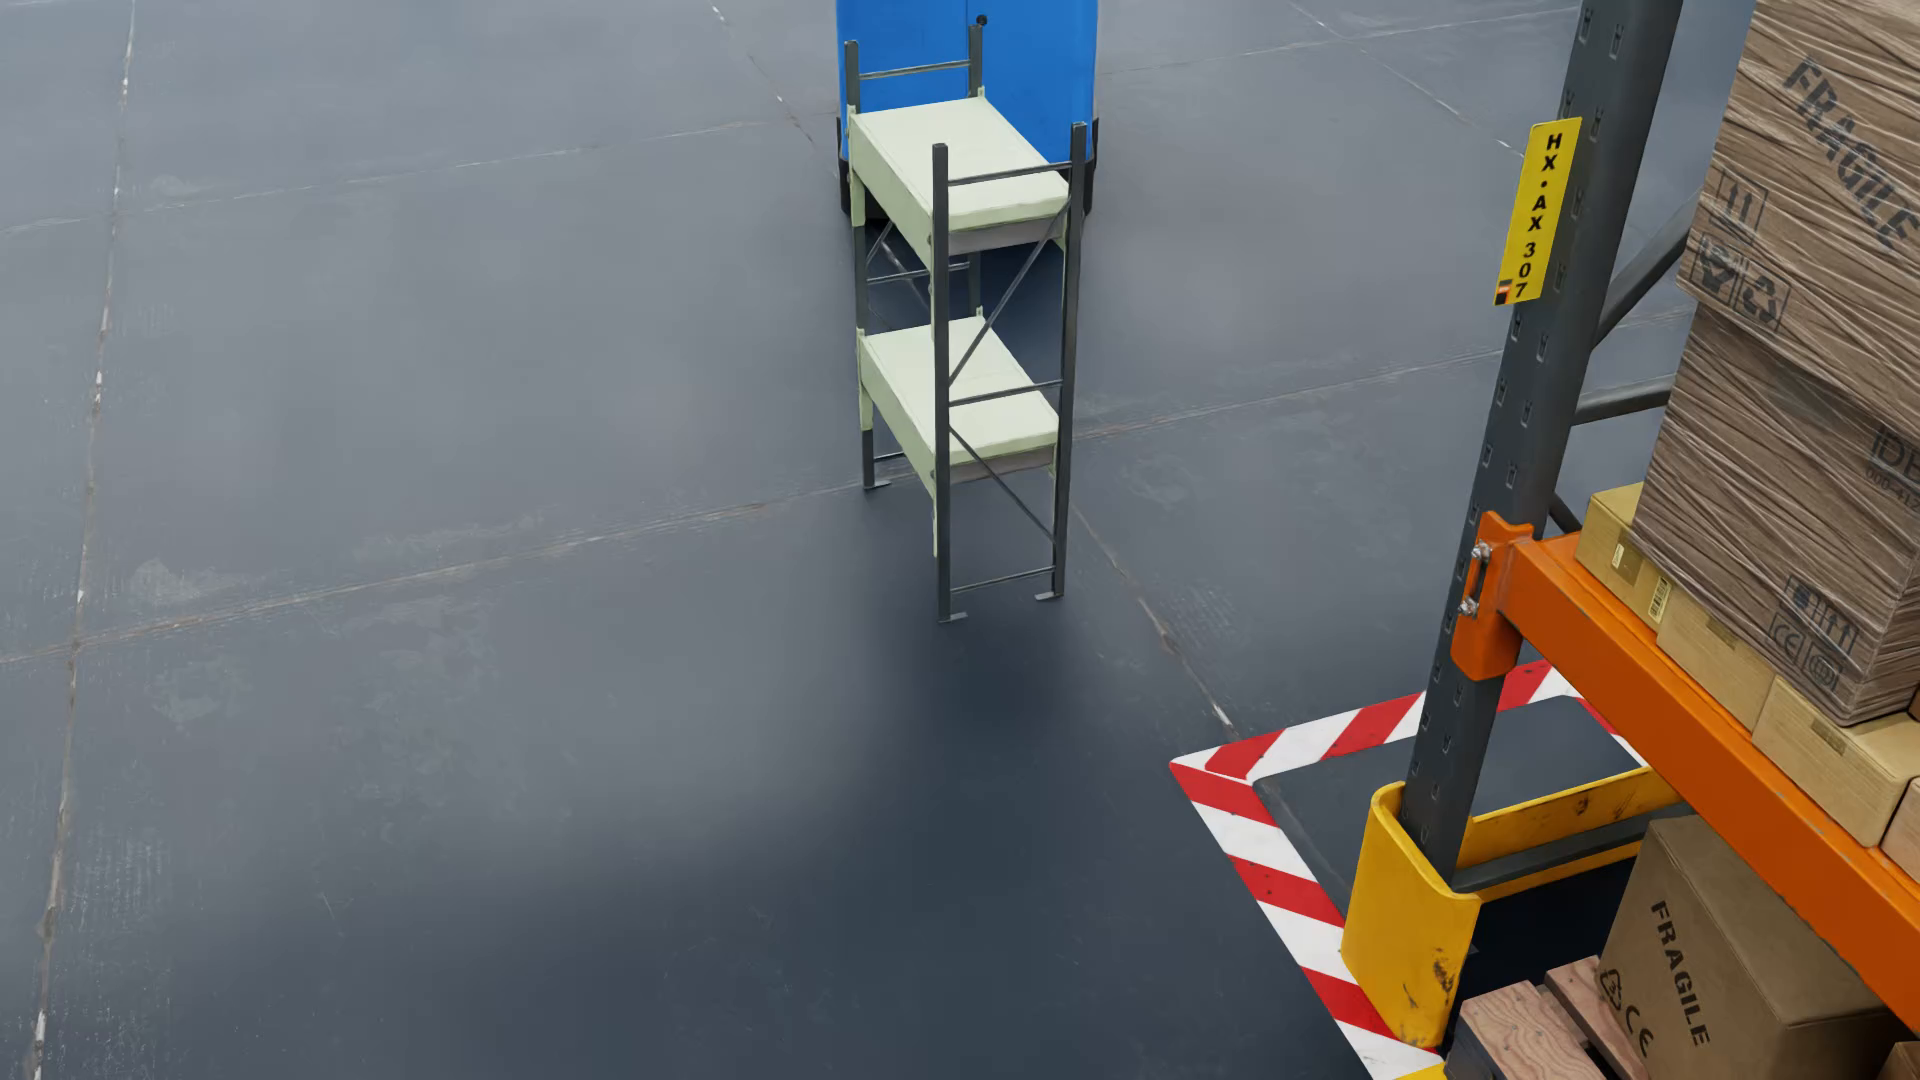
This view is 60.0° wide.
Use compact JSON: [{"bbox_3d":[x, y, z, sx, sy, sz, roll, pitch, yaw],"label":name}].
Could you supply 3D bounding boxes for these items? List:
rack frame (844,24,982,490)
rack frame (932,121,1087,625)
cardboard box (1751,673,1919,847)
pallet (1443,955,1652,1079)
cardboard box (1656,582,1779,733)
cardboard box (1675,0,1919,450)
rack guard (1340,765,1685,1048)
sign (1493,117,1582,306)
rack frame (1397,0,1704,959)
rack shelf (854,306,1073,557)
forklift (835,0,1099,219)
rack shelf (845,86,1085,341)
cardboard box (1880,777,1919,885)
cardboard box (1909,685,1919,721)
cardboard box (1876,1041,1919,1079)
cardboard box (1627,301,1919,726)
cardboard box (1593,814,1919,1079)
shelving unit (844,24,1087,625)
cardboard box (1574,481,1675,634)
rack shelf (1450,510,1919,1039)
[{"bbox_3d":[-0.128,-0.810,5.078,0.400,1.500,0.023,-12,39,-16],"label":"rack frame"},{"bbox_3d":[0.124,-0.396,4.529,0.400,1.500,0.023,-12,39,-16],"label":"rack frame"},{"bbox_3d":[1.481,0.294,2.575,0.380,0.149,0.250,-12,39,-16],"label":"cardboard box"},{"bbox_3d":[1.739,1.317,3.326,1.003,0.211,1.213,-12,39,-16],"label":"pallet"},{"bbox_3d":[1.409,0.150,2.767,0.380,0.149,0.250,-12,39,-16],"label":"cardboard box"},{"bbox_3d":[1.400,-0.497,2.255,0.500,0.500,0.500,-12,39,-16],"label":"cardboard box"},{"bbox_3d":[1.492,0.735,3.858,1.175,0.500,0.348,-12,39,-16],"label":"rack guard"},{"bbox_3d":[0.957,-0.539,2.754,0.100,0.325,0.005,-12,39,-16],"label":"sign"},{"bbox_3d":[1.466,-0.306,3.163,1.000,3.000,0.127,-12,39,-16],"label":"rack frame"},{"bbox_3d":[-0.002,-0.342,5.000,0.431,0.370,0.720,-12,39,-16],"label":"rack shelf"},{"bbox_3d":[0.045,-3.355,7.268,1.130,2.935,3.031,0,37,1],"label":"forklift"},{"bbox_3d":[-0.002,-0.915,4.569,0.431,0.370,0.720,-12,39,-16],"label":"rack shelf"},{"bbox_3d":[1.586,0.431,2.393,0.380,0.149,0.250,-12,39,-16],"label":"cardboard box"},{"bbox_3d":[1.914,0.109,2.282,0.875,0.500,0.500,-12,39,-16],"label":"cardboard box"},{"bbox_3d":[1.903,1.211,2.877,0.500,0.500,0.500,-3,37,-4],"label":"cardboard box"},{"bbox_3d":[1.630,-0.148,2.624,0.875,0.500,0.500,-12,39,-16],"label":"cardboard box"},{"bbox_3d":[1.665,0.881,3.316,0.500,0.500,0.500,-6,37,-7],"label":"cardboard box"},{"bbox_3d":[-0.002,-0.603,4.804,0.431,1.500,0.755,-12,39,-16],"label":"shelving unit"},{"bbox_3d":[1.341,0.005,2.960,0.380,0.149,0.250,-12,39,-16],"label":"cardboard box"},{"bbox_3d":[2.155,1.111,1.880,1.077,0.370,4.000,-12,39,-16],"label":"rack shelf"}]
